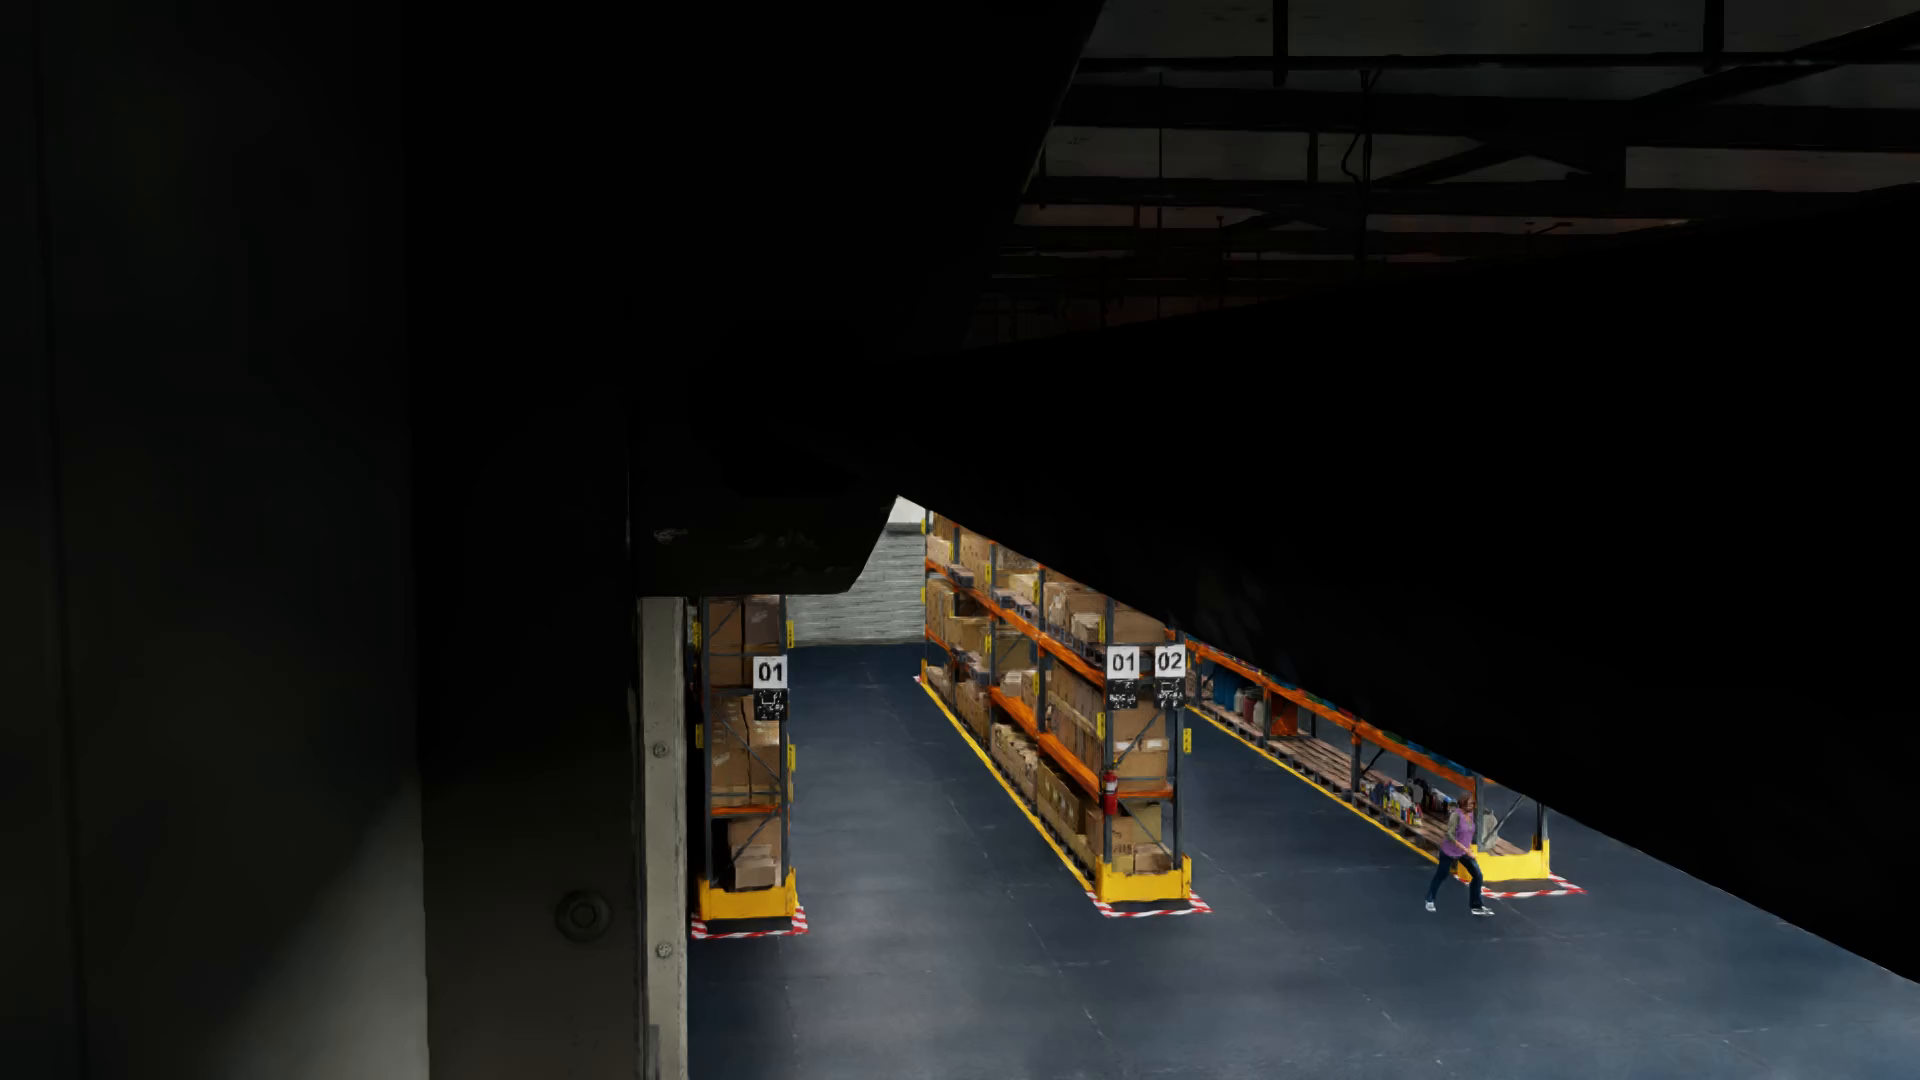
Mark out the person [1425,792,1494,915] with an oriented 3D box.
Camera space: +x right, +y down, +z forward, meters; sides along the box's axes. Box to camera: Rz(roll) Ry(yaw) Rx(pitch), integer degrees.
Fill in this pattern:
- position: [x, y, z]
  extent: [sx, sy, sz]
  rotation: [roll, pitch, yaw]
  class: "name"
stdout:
- position: [6.043, 3.781, 20.192]
  extent: [0.573, 1.532, 0.763]
  rotation: [-3, 6, -28]
  class: "person"
